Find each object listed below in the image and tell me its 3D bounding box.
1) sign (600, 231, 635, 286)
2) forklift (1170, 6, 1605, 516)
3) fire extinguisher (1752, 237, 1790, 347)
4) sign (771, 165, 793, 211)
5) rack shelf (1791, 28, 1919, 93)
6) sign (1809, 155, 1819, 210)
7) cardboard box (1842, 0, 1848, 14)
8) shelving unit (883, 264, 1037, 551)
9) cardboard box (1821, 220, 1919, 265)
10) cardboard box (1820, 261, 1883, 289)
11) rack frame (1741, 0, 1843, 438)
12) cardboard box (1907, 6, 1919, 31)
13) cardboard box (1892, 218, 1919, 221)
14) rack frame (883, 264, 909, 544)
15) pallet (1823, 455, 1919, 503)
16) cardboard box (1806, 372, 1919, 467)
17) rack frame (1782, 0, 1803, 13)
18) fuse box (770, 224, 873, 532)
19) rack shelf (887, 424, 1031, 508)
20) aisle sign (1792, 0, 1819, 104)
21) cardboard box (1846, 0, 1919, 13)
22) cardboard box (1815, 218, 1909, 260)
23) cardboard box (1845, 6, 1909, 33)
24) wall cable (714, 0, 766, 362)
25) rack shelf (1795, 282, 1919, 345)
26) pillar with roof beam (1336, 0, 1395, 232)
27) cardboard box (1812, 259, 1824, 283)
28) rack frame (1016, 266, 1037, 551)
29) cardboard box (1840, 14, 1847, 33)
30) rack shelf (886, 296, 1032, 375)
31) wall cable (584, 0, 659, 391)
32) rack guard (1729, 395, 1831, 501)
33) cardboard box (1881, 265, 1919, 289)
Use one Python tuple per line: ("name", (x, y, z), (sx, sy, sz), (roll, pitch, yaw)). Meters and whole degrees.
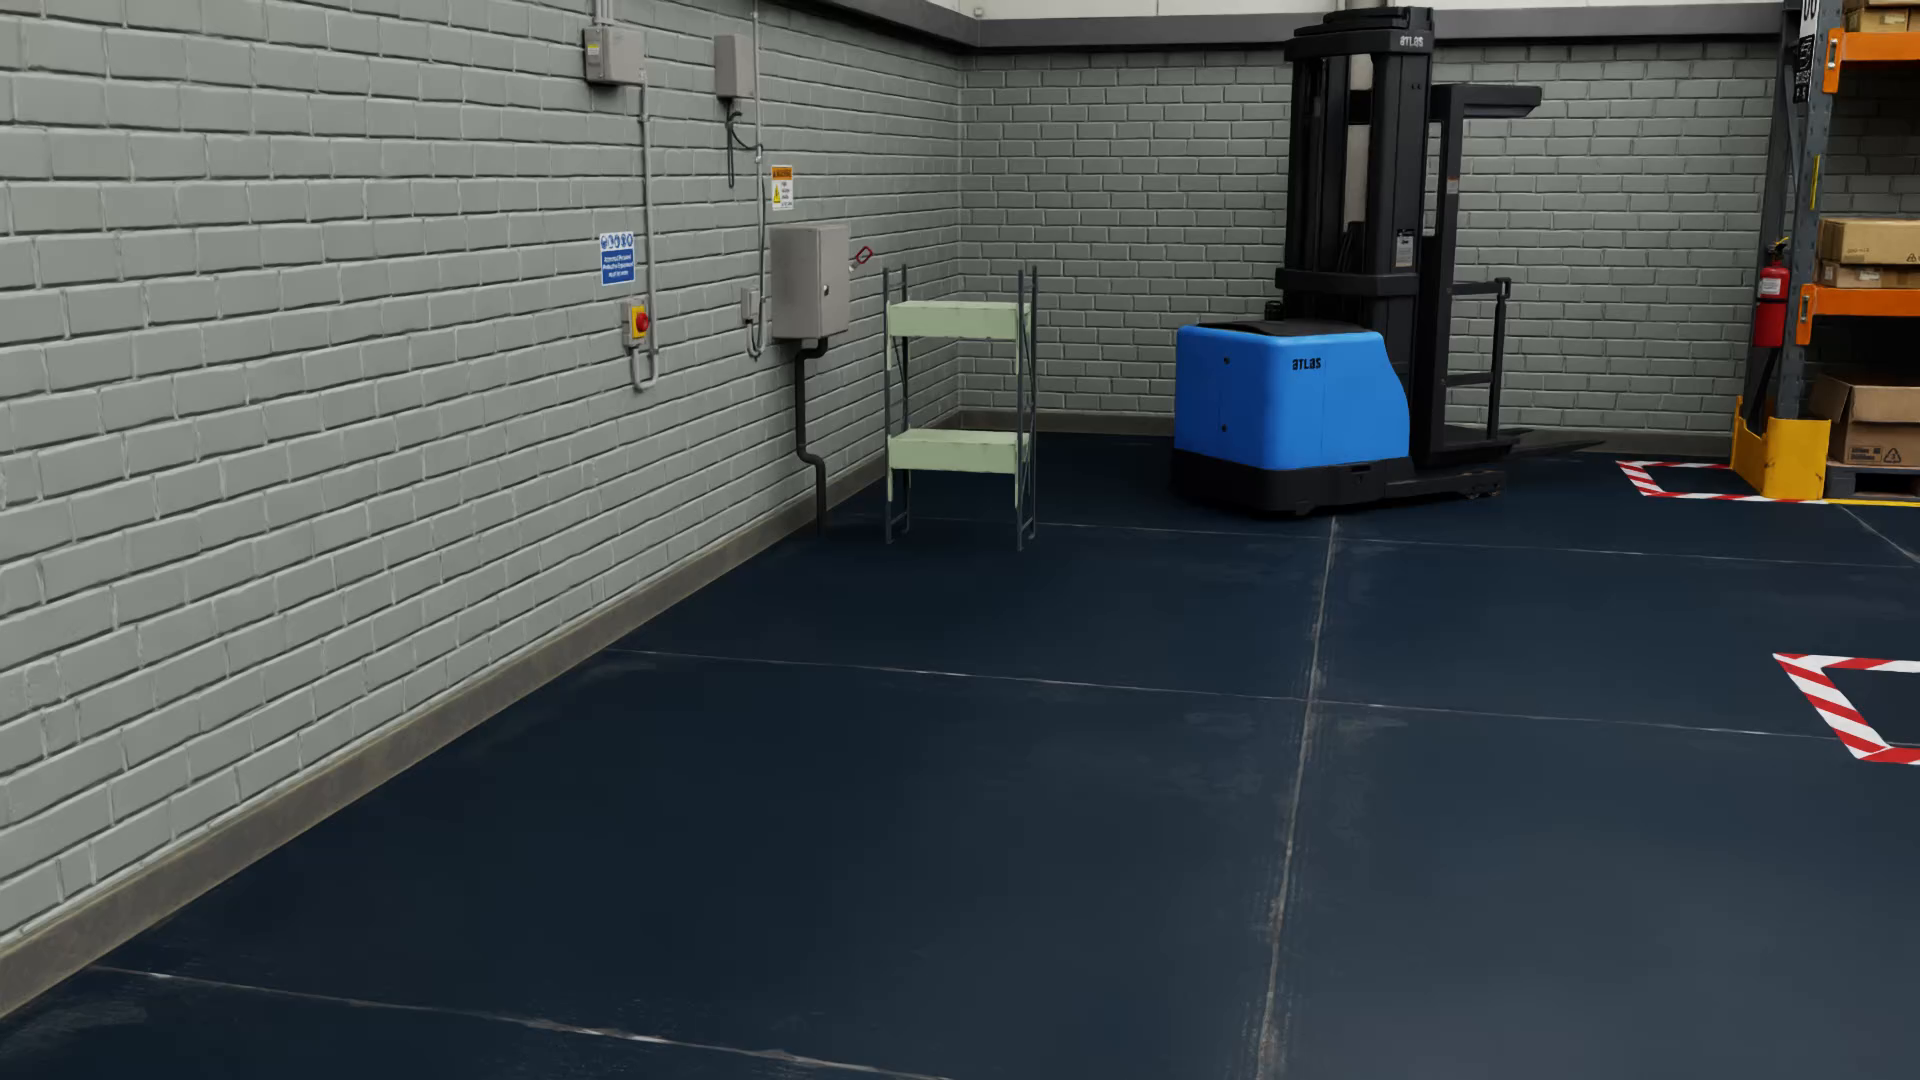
("sign", (-1.469, -1.211, 7.141), (0.001, 0.218, 0.327), (3, 13, 14))
("forklift", (2.863, -1.779, 10.484), (3.031, 2.935, 1.130), (-7, 14, -29))
("fire extinguisher", (5.014, -1.533, 10.256), (0.183, 0.674, 0.296), (3, 13, 14))
("sign", (-0.968, -1.922, 9.065), (0.001, 0.242, 0.339), (3, 13, 14))
("rack shelf", (7.209, -2.851, 9.896), (4.000, 0.370, 1.077), (3, 13, 14))
("sign", (5.138, -2.150, 10.003), (0.005, 0.325, 0.100), (3, 13, 14))
("cardboard box", (5.764, -3.413, 10.424), (0.500, 0.250, 0.500), (3, 13, 13))
("shelving unit", (0.006, -0.732, 9.070), (0.755, 1.500, 0.431), (3, 13, 14))
("cardboard box", (5.643, -1.834, 10.233), (0.500, 0.250, 0.500), (3, 13, 14))
("cardboard box", (5.521, -1.645, 10.301), (0.250, 0.149, 0.380), (3, 13, 13))
("rack frame", (5.267, -1.842, 10.611), (0.127, 3.000, 1.000), (3, 13, 14))
("cardboard box", (5.782, -3.110, 9.982), (0.250, 0.149, 0.380), (3, 13, 15))
("cardboard box", (6.278, -1.919, 10.617), (0.500, 0.250, 0.500), (3, 13, 14))
("rack frame", (-0.349, -0.751, 9.155), (0.023, 1.500, 0.400), (3, 13, 14))
("pallet", (6.115, -0.435, 10.709), (1.213, 0.211, 1.003), (3, 13, 14))
("cardboard box", (5.838, -0.777, 10.603), (0.637, 0.503, 0.797), (3, 13, 11))
("rack frame", (5.267, -4.771, 9.961), (0.127, 3.000, 1.000), (3, 13, 14))
("fuse box", (-0.753, -0.891, 9.298), (0.414, 1.711, 0.539), (3, 13, 14))
("rack shelf", (0.006, -0.414, 9.140), (0.720, 0.370, 0.431), (3, 13, 14))
("aisle sign", (5.131, -3.053, 10.067), (0.004, 0.787, 0.394), (3, 13, 14))
("cardboard box", (5.633, -3.298, 9.907), (0.500, 0.250, 0.500), (3, 13, 13))
("cardboard box", (5.778, -1.946, 10.739), (0.500, 0.250, 0.500), (3, 13, 15))
("cardboard box", (5.521, -3.118, 10.018), (0.250, 0.149, 0.380), (3, 13, 15))
("wall cable", (-1.070, -1.881, 8.439), (0.122, 1.984, 0.588), (3, 13, 14))
("rack shelf", (7.209, -1.387, 10.221), (4.000, 0.370, 1.077), (3, 13, 14))
("pillar with roof beam", (1.834, -4.195, 7.366), (0.400, 9.000, 9.100), (3, 13, 14))
("cardboard box", (5.653, -1.759, 10.815), (0.250, 0.149, 0.380), (3, 13, 13))
("rack frame", (0.362, -0.713, 8.984), (0.023, 1.500, 0.400), (3, 13, 14))
("cardboard box", (5.633, -3.216, 10.457), (0.250, 0.149, 0.380), (3, 13, 15))
("rack shelf", (0.006, -1.113, 8.985), (0.720, 0.370, 0.431), (3, 13, 14))
("wall cable", (-1.398, -1.597, 7.088), (0.123, 1.953, 0.585), (3, 13, 14))
("rack guard", (5.341, -0.618, 10.864), (0.348, 0.500, 1.175), (3, 13, 14))
("cardboard box", (5.779, -1.641, 10.285), (0.250, 0.149, 0.380), (3, 13, 15))
